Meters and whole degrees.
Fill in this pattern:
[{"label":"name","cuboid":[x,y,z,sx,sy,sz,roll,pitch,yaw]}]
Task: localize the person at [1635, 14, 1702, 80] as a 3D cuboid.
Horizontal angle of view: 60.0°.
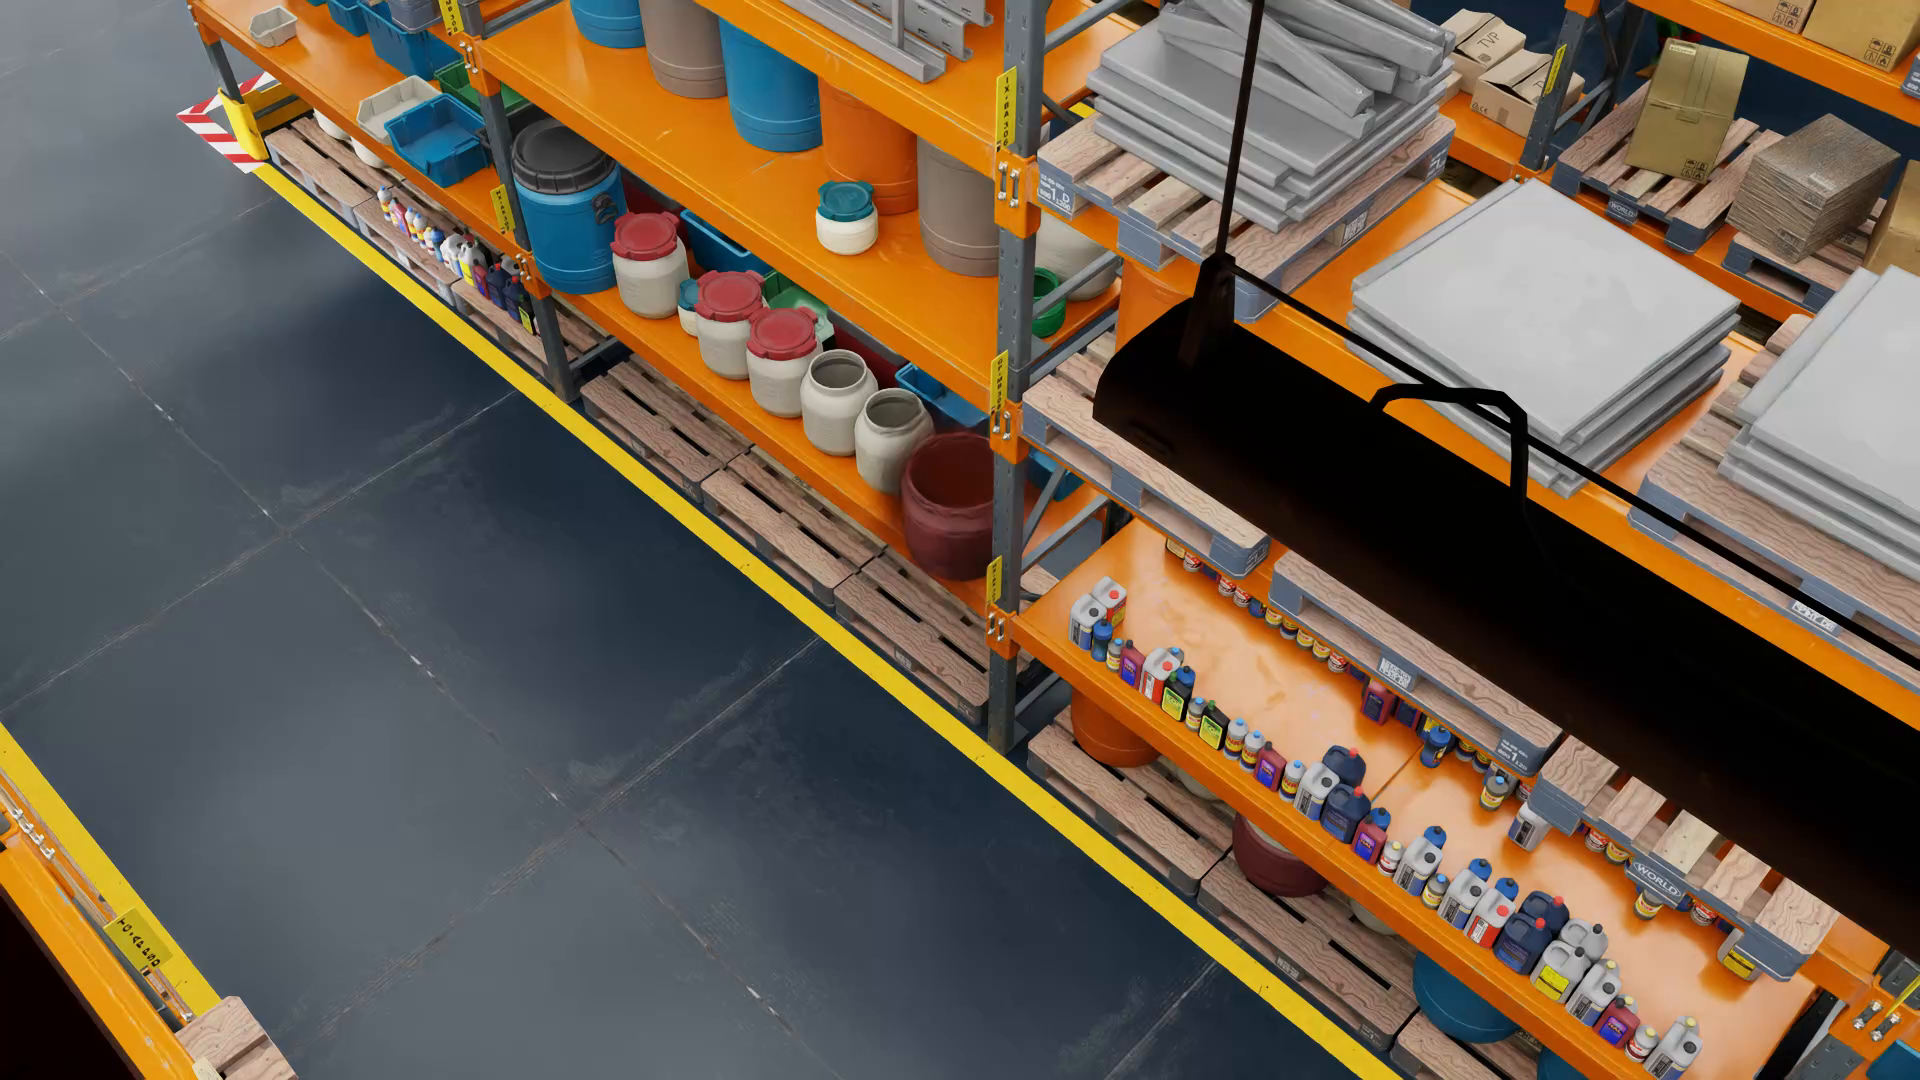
[{"label":"person","cuboid":[5.732,-4.409,12.933,0.454,1.844,0.569,17,52,14]}]
